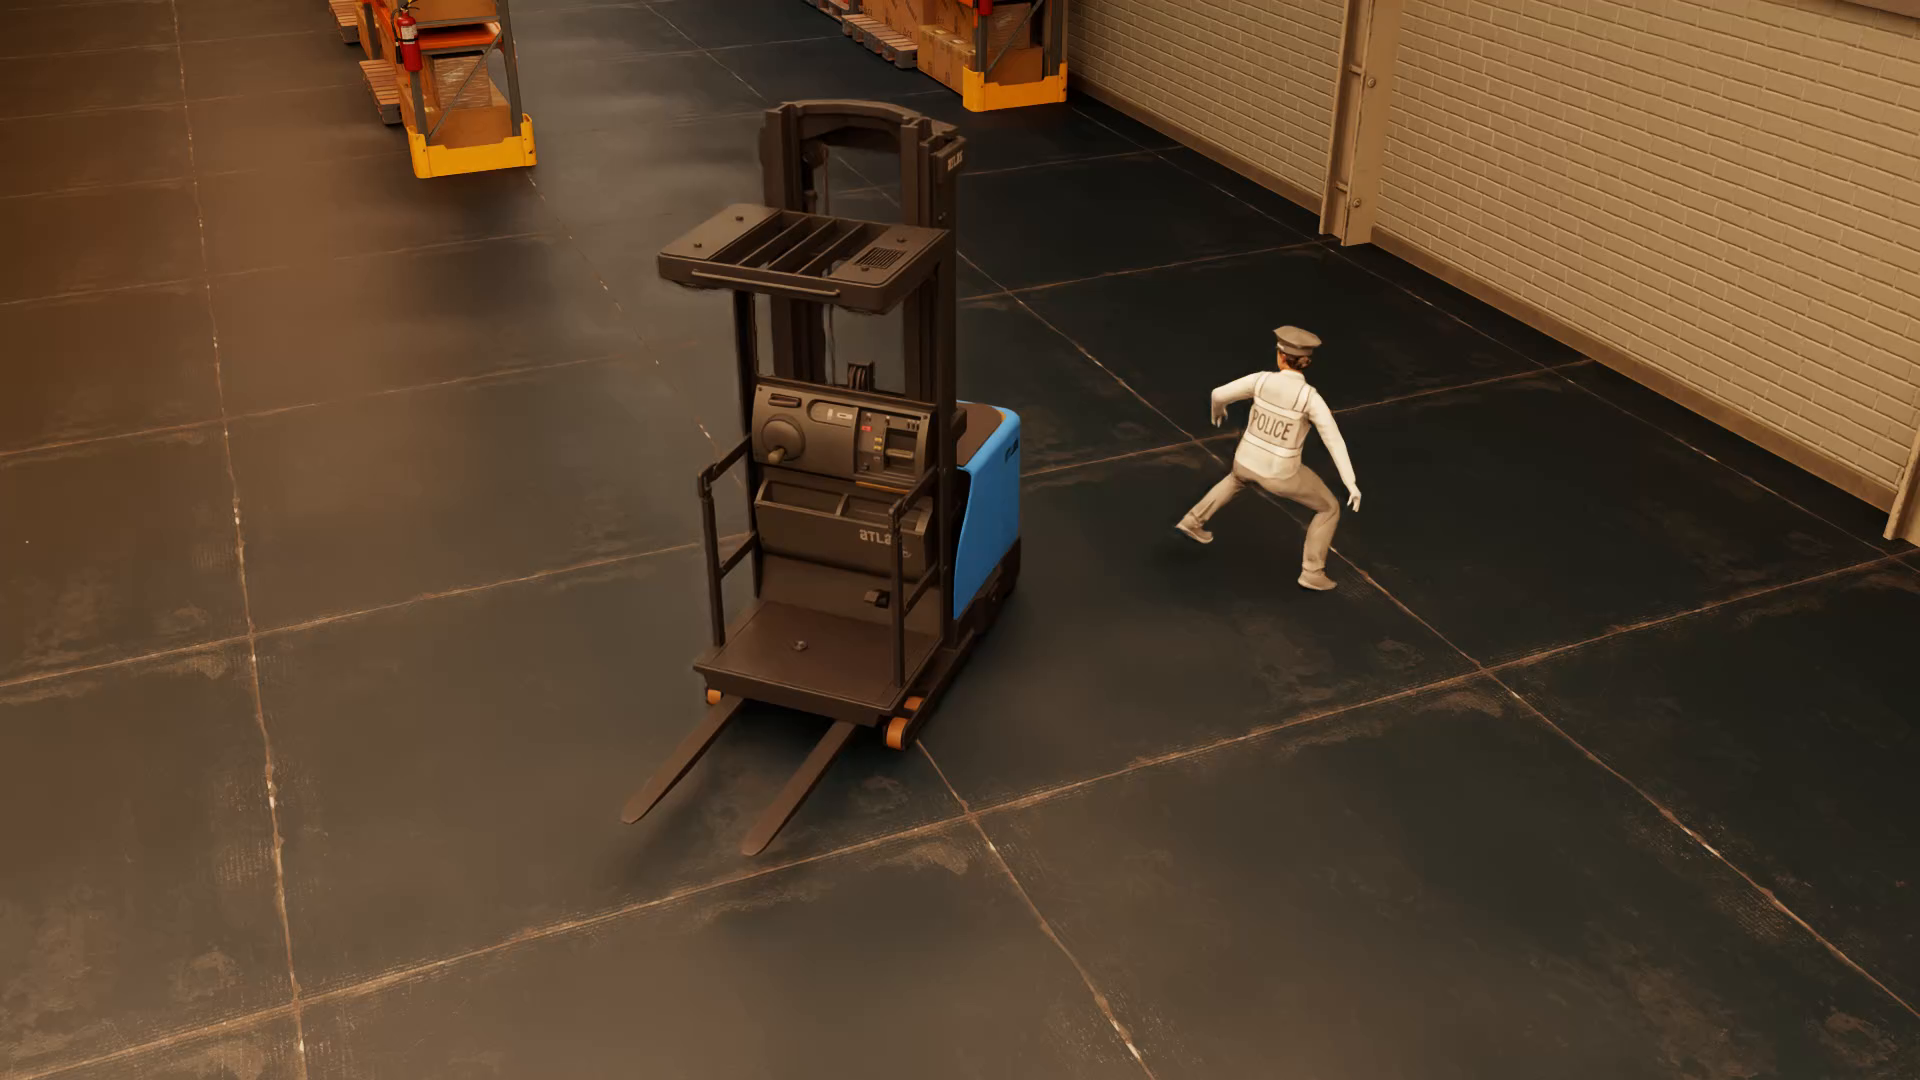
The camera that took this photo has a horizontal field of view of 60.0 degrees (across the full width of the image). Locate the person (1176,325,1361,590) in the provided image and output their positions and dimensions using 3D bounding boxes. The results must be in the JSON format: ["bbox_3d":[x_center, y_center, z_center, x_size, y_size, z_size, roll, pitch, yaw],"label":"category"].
[{"bbox_3d":[1.821,-0.429,9.363,1.070,1.562,0.454,23,37,35],"label":"person"}]

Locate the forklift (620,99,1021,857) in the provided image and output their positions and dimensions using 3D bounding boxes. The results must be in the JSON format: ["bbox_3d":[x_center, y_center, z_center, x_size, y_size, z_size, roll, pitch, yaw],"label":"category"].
[{"bbox_3d":[-0.660,-0.465,7.933,1.130,2.935,3.031,11,32,18],"label":"forklift"}]
